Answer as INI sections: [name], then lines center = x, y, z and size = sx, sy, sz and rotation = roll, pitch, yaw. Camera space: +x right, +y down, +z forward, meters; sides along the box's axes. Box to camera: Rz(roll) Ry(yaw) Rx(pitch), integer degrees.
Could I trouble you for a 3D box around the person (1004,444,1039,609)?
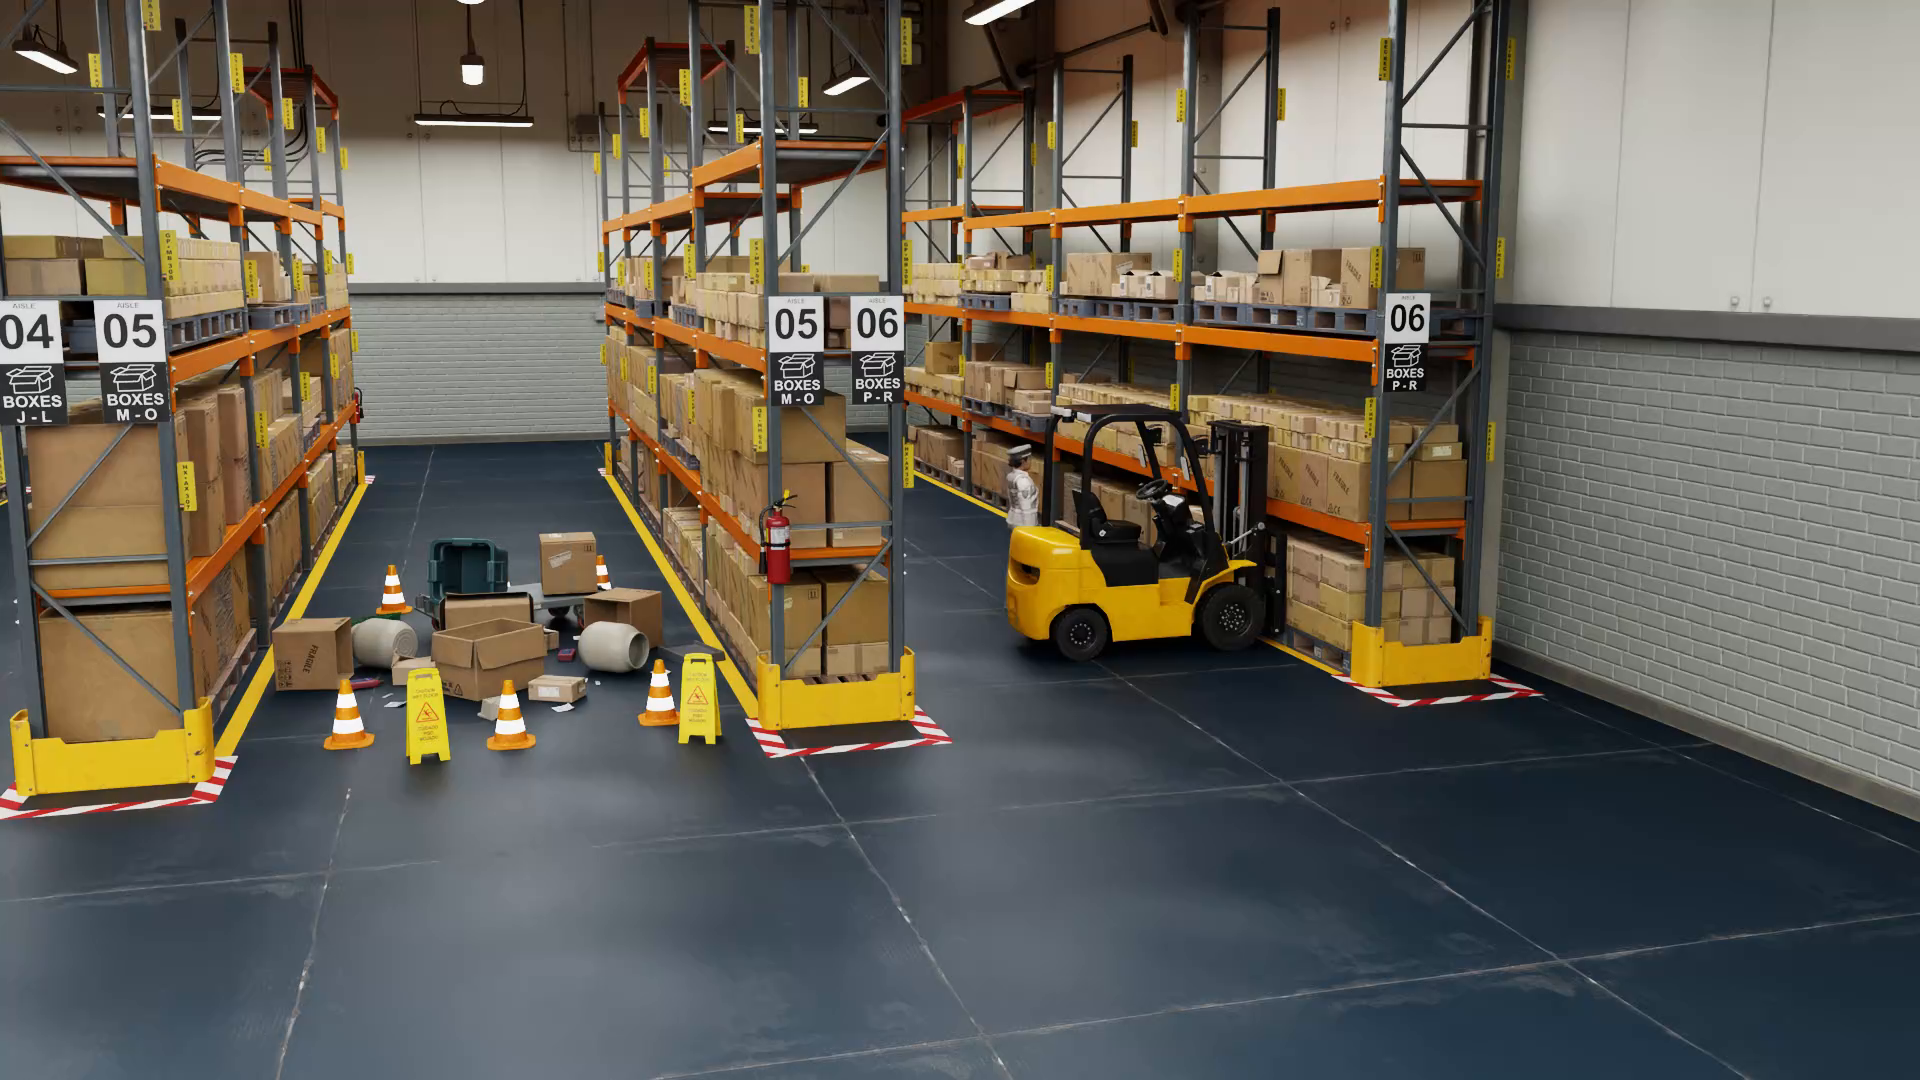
[person]
center = 0.624, -0.115, 16.541
size = 0.341, 1.679, 0.465
rotation = -2, 10, -15
